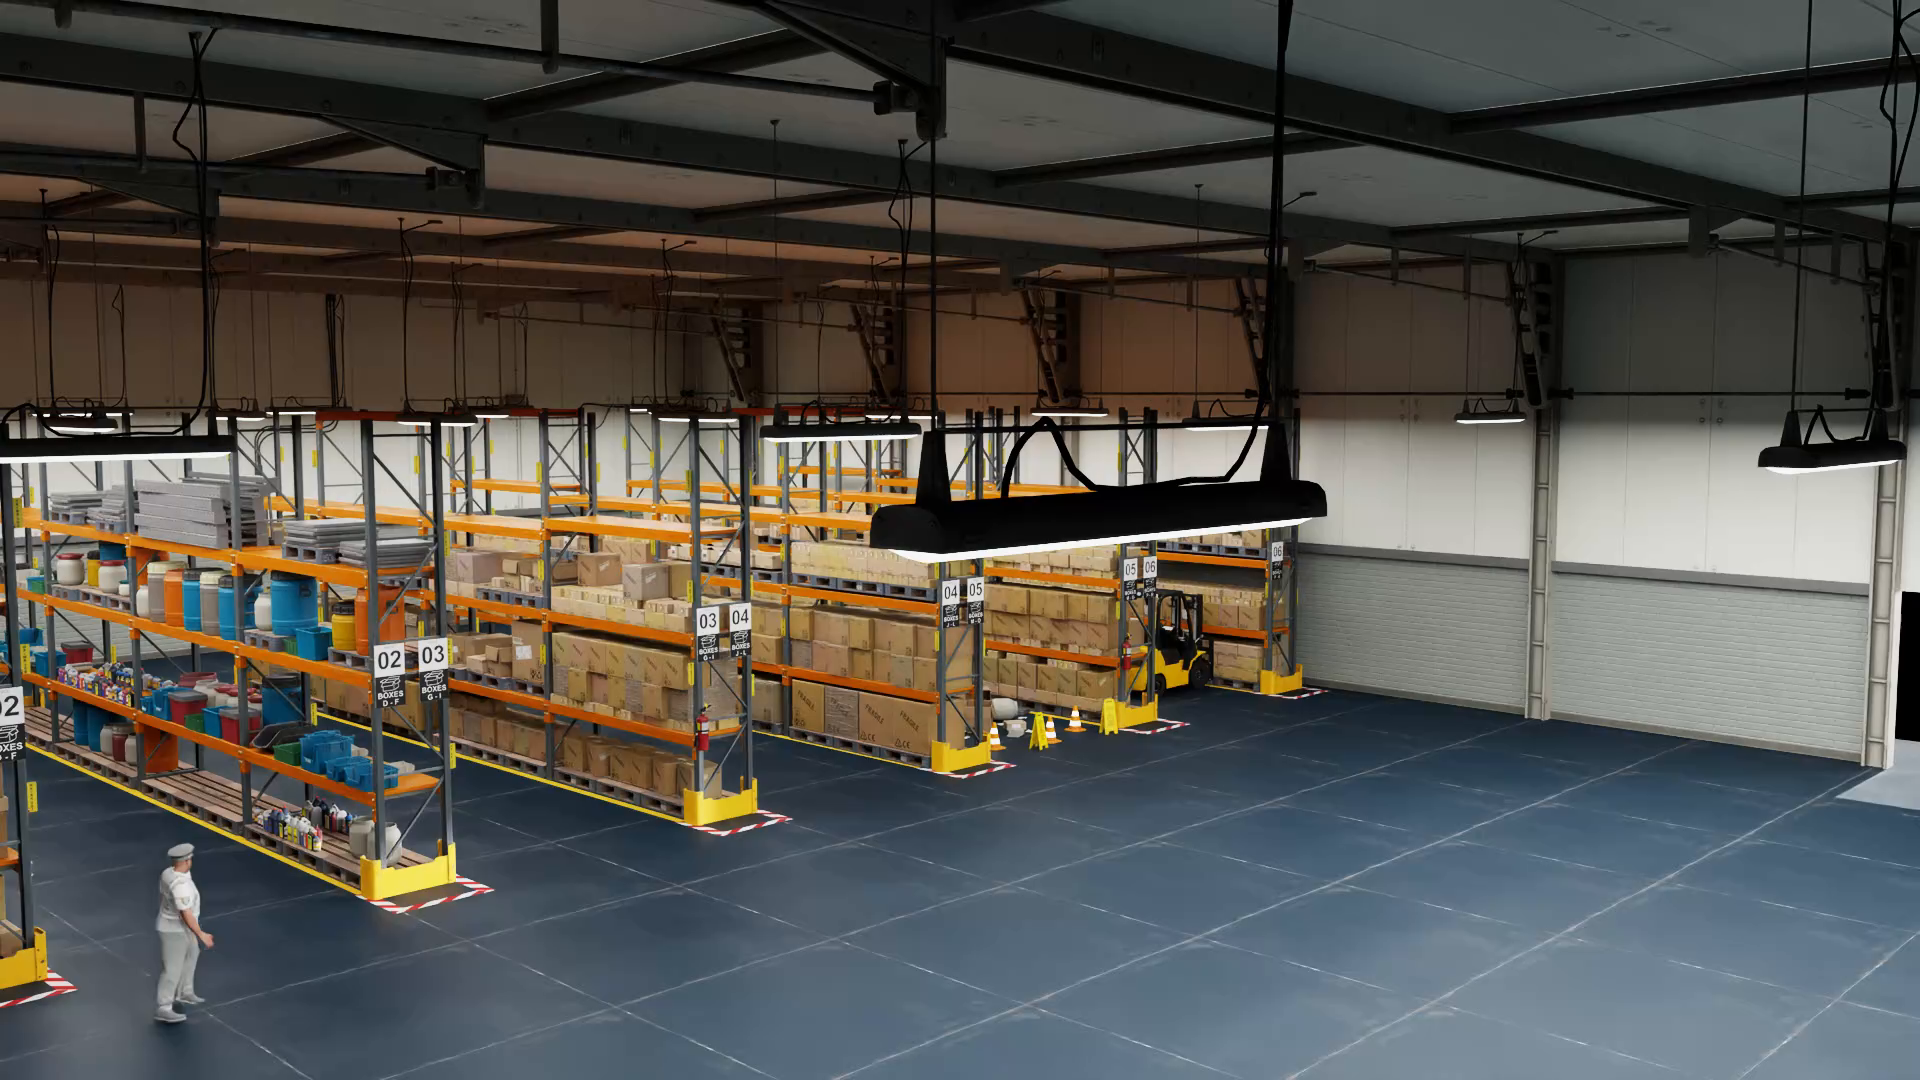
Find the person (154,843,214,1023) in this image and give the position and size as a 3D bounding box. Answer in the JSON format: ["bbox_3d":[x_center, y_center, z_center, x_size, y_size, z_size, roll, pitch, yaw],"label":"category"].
[{"bbox_3d":[-7.930,3.981,16.942,0.575,1.796,0.660,-3,6,-26],"label":"person"}]
